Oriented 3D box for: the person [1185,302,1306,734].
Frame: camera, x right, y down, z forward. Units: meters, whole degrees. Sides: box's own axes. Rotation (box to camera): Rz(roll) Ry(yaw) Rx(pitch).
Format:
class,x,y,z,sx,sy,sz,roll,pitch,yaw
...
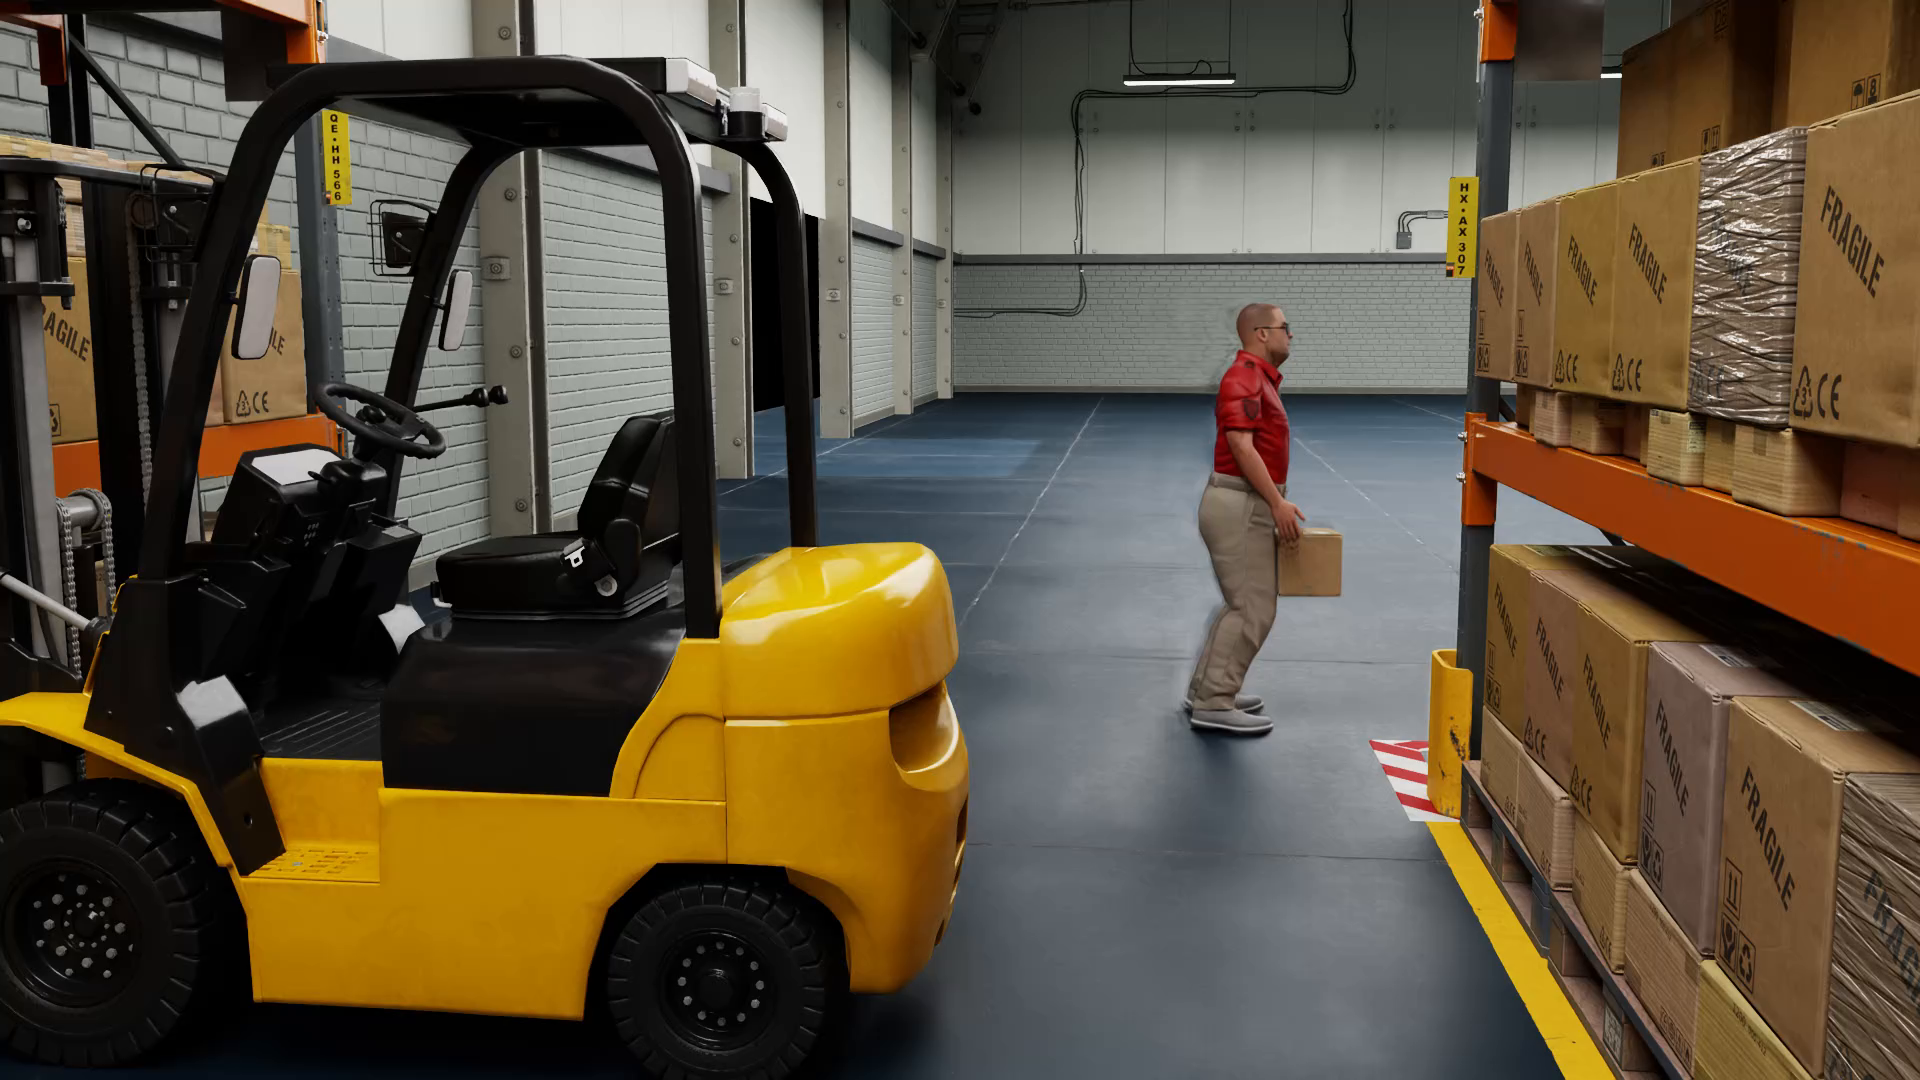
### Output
class,x,y,z,sx,sy,sz,roll,pitch,yaw
person,1.156,-0.100,6.716,0.450,1.703,0.629,1,8,8
